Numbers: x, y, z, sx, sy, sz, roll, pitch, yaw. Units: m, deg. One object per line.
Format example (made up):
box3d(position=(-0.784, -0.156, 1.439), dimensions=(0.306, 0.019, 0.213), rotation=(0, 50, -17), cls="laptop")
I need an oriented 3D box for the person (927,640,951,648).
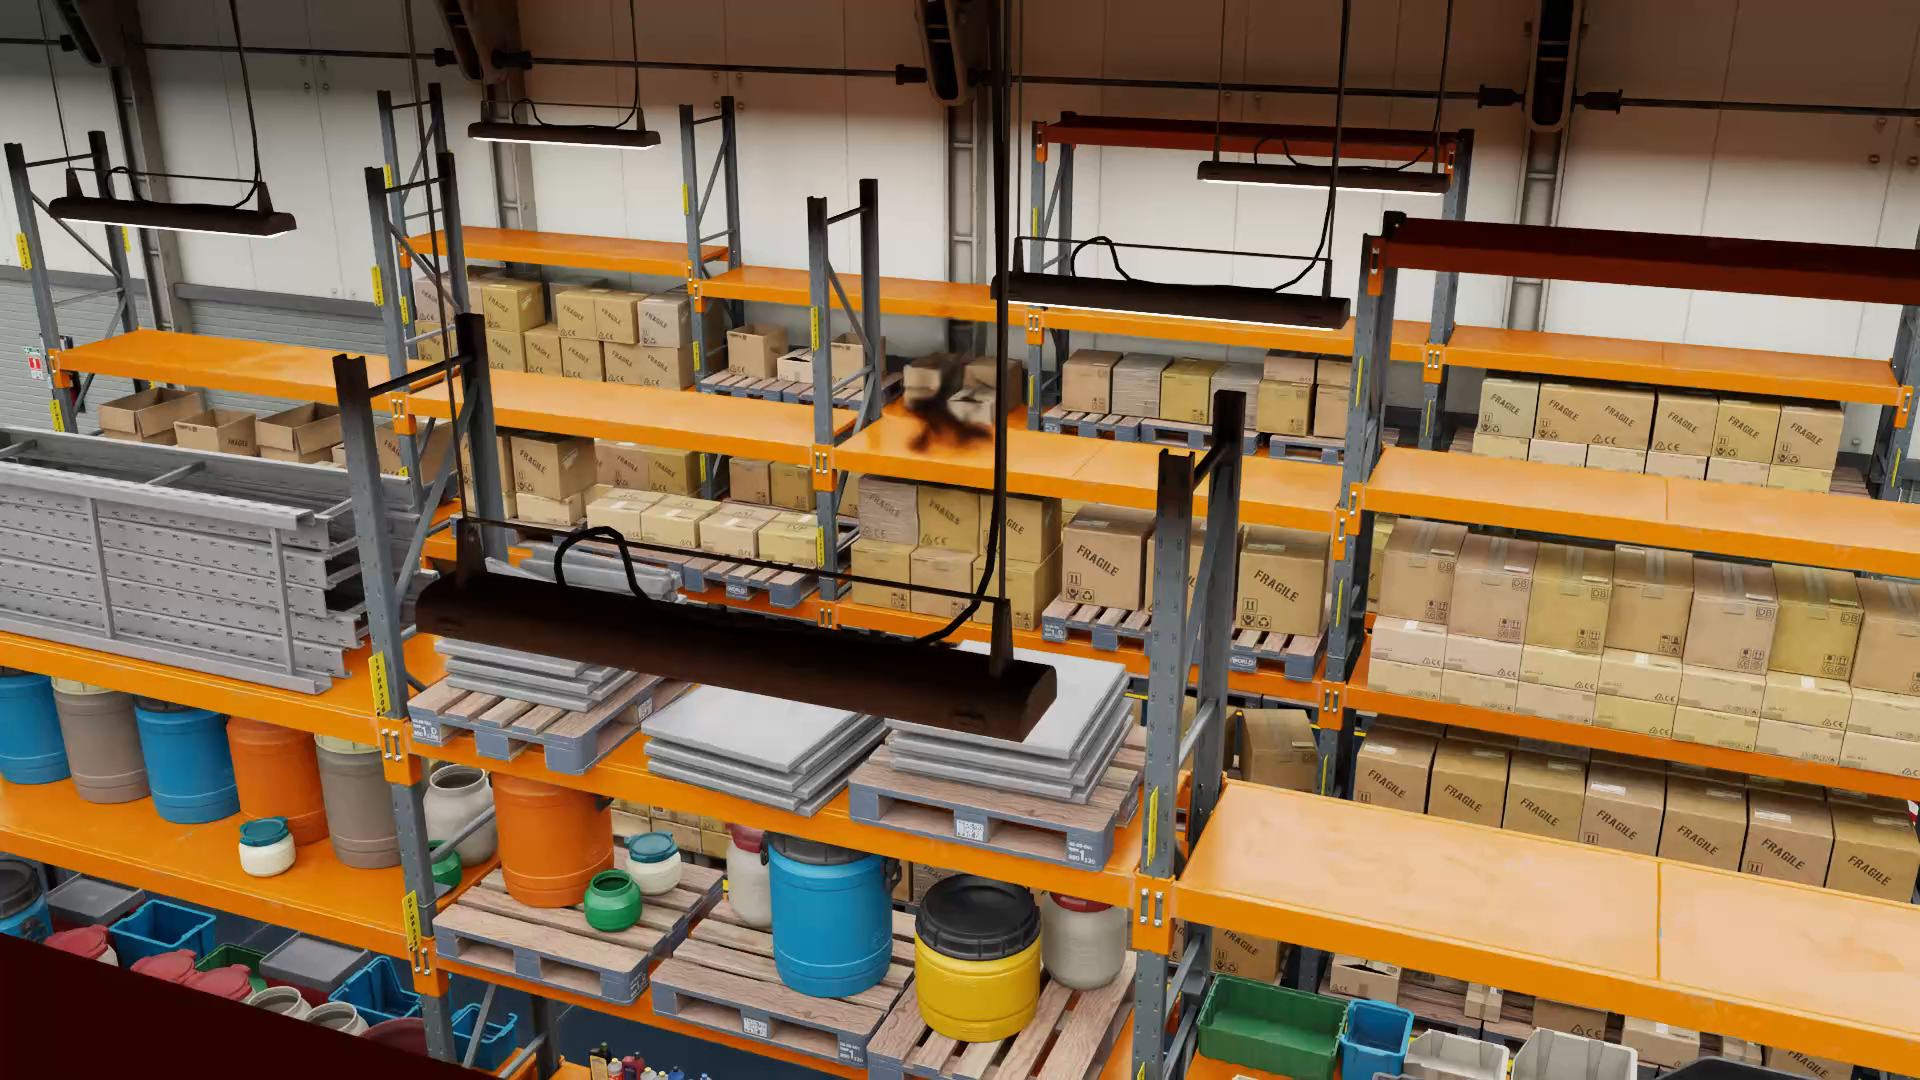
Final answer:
box3d(position=(-0.233, 1.609, 15.855), dimensions=(0.514, 1.643, 0.545), rotation=(7, 22, 17), cls="person")
